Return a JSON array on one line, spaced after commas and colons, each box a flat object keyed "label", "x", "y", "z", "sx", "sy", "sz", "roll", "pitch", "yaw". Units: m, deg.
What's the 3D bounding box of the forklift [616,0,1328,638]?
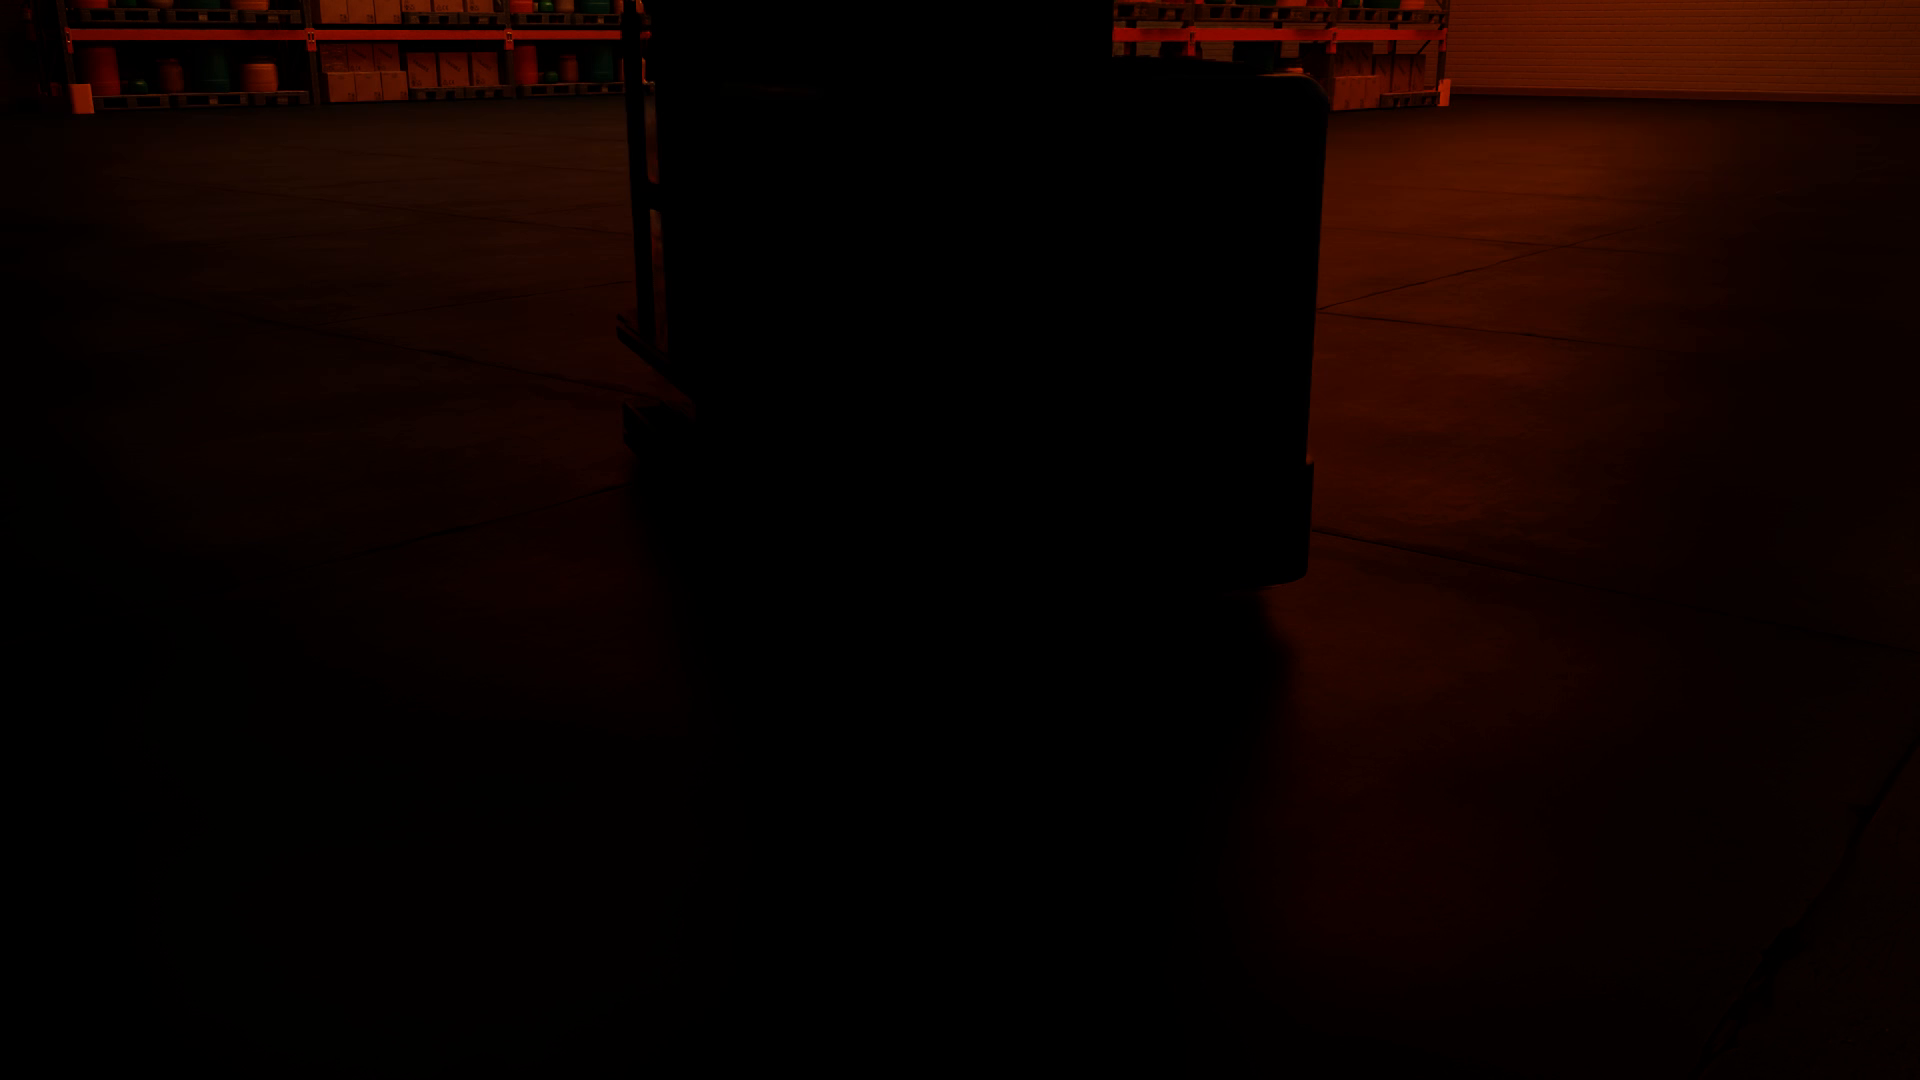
[{"label": "forklift", "x": -0.299, "y": -1.605, "z": 4.184, "sx": 1.130, "sy": 2.935, "sz": 3.031, "roll": -7, "pitch": 18, "yaw": -21}]
